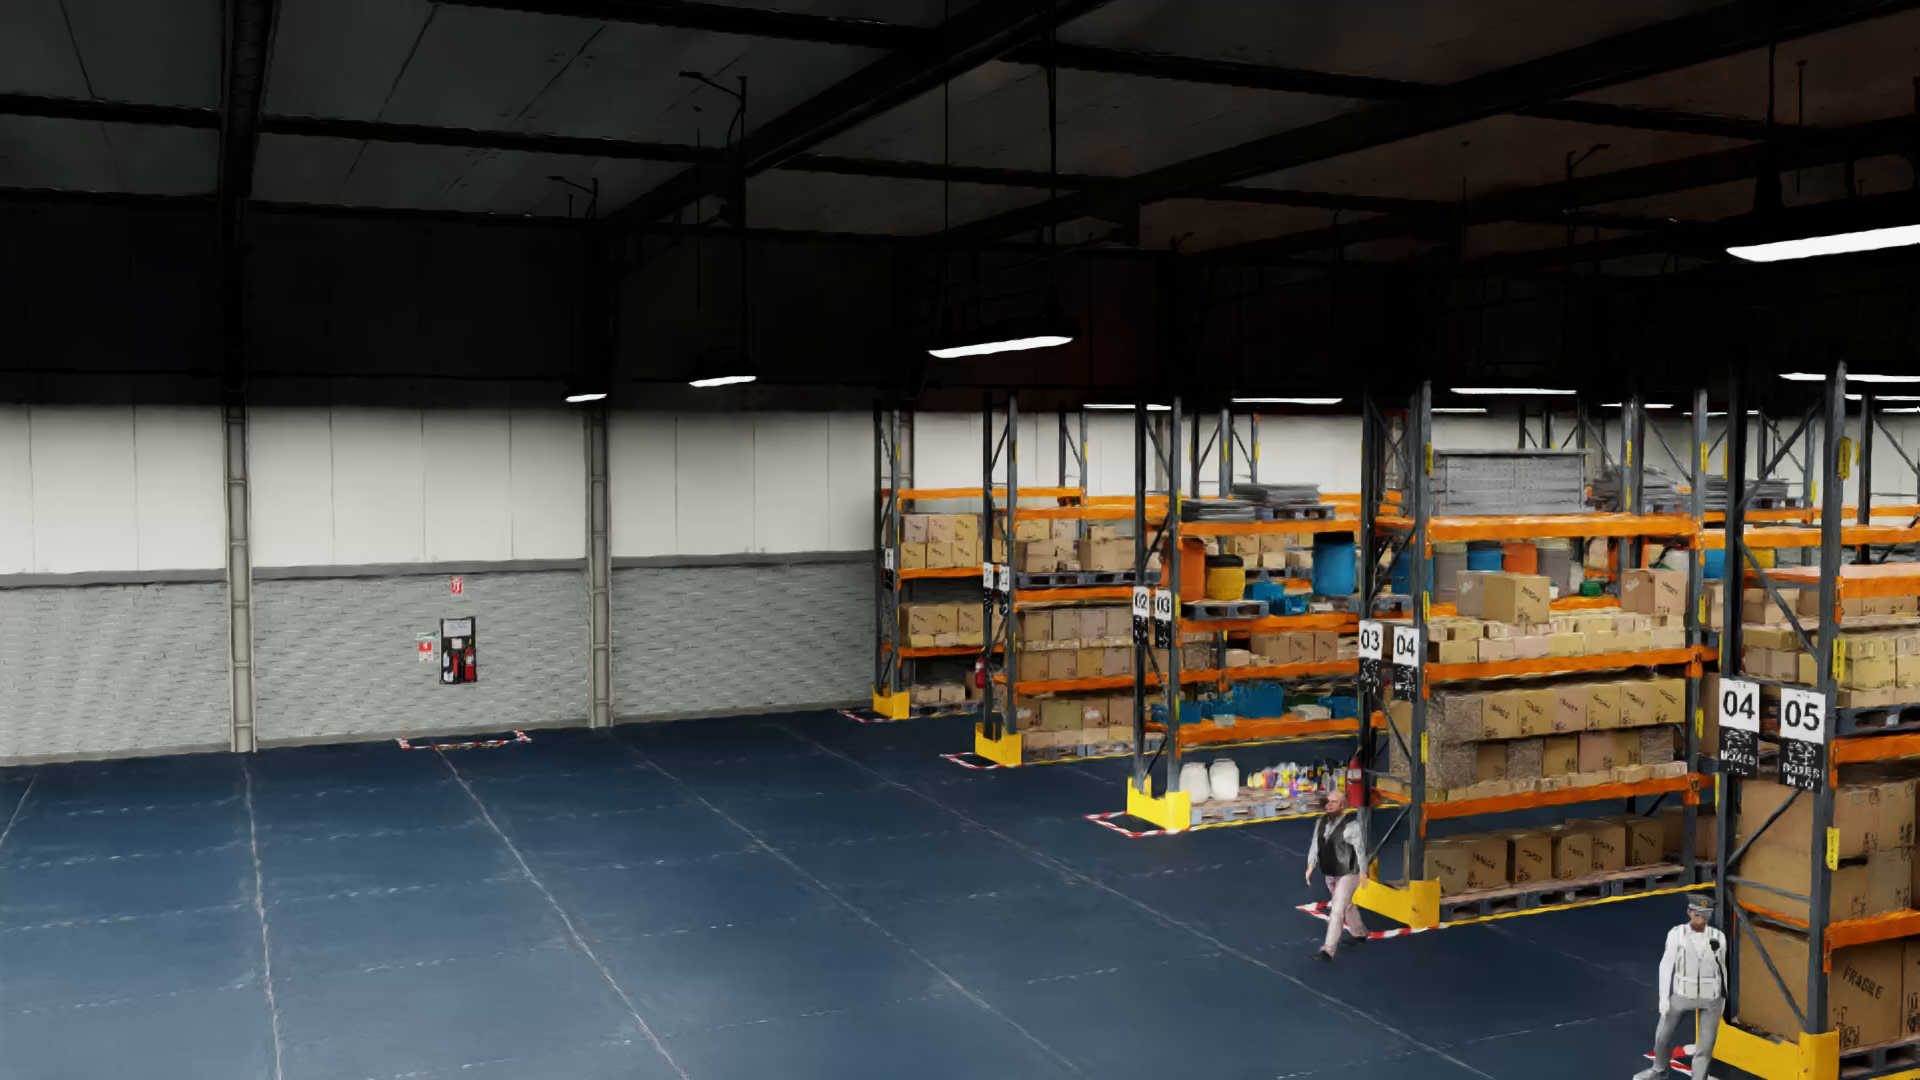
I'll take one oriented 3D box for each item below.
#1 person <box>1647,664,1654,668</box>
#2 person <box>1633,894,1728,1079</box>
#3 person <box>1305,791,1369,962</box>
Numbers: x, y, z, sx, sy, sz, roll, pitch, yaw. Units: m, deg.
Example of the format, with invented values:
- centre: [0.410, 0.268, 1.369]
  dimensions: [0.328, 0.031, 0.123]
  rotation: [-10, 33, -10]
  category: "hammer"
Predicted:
- centre: [14.702, 2.186, 35.549]
  dimensions: [0.619, 1.786, 0.395]
  rotation: [-1, 3, -18]
  category: "person"
- centre: [5.678, 3.576, 13.088]
  dimensions: [0.668, 1.665, 0.490]
  rotation: [1, 4, 21]
  category: "person"
- centre: [3.789, 3.349, 16.752]
  dimensions: [1.029, 1.661, 0.538]
  rotation: [-2, 4, -33]
  category: "person"
